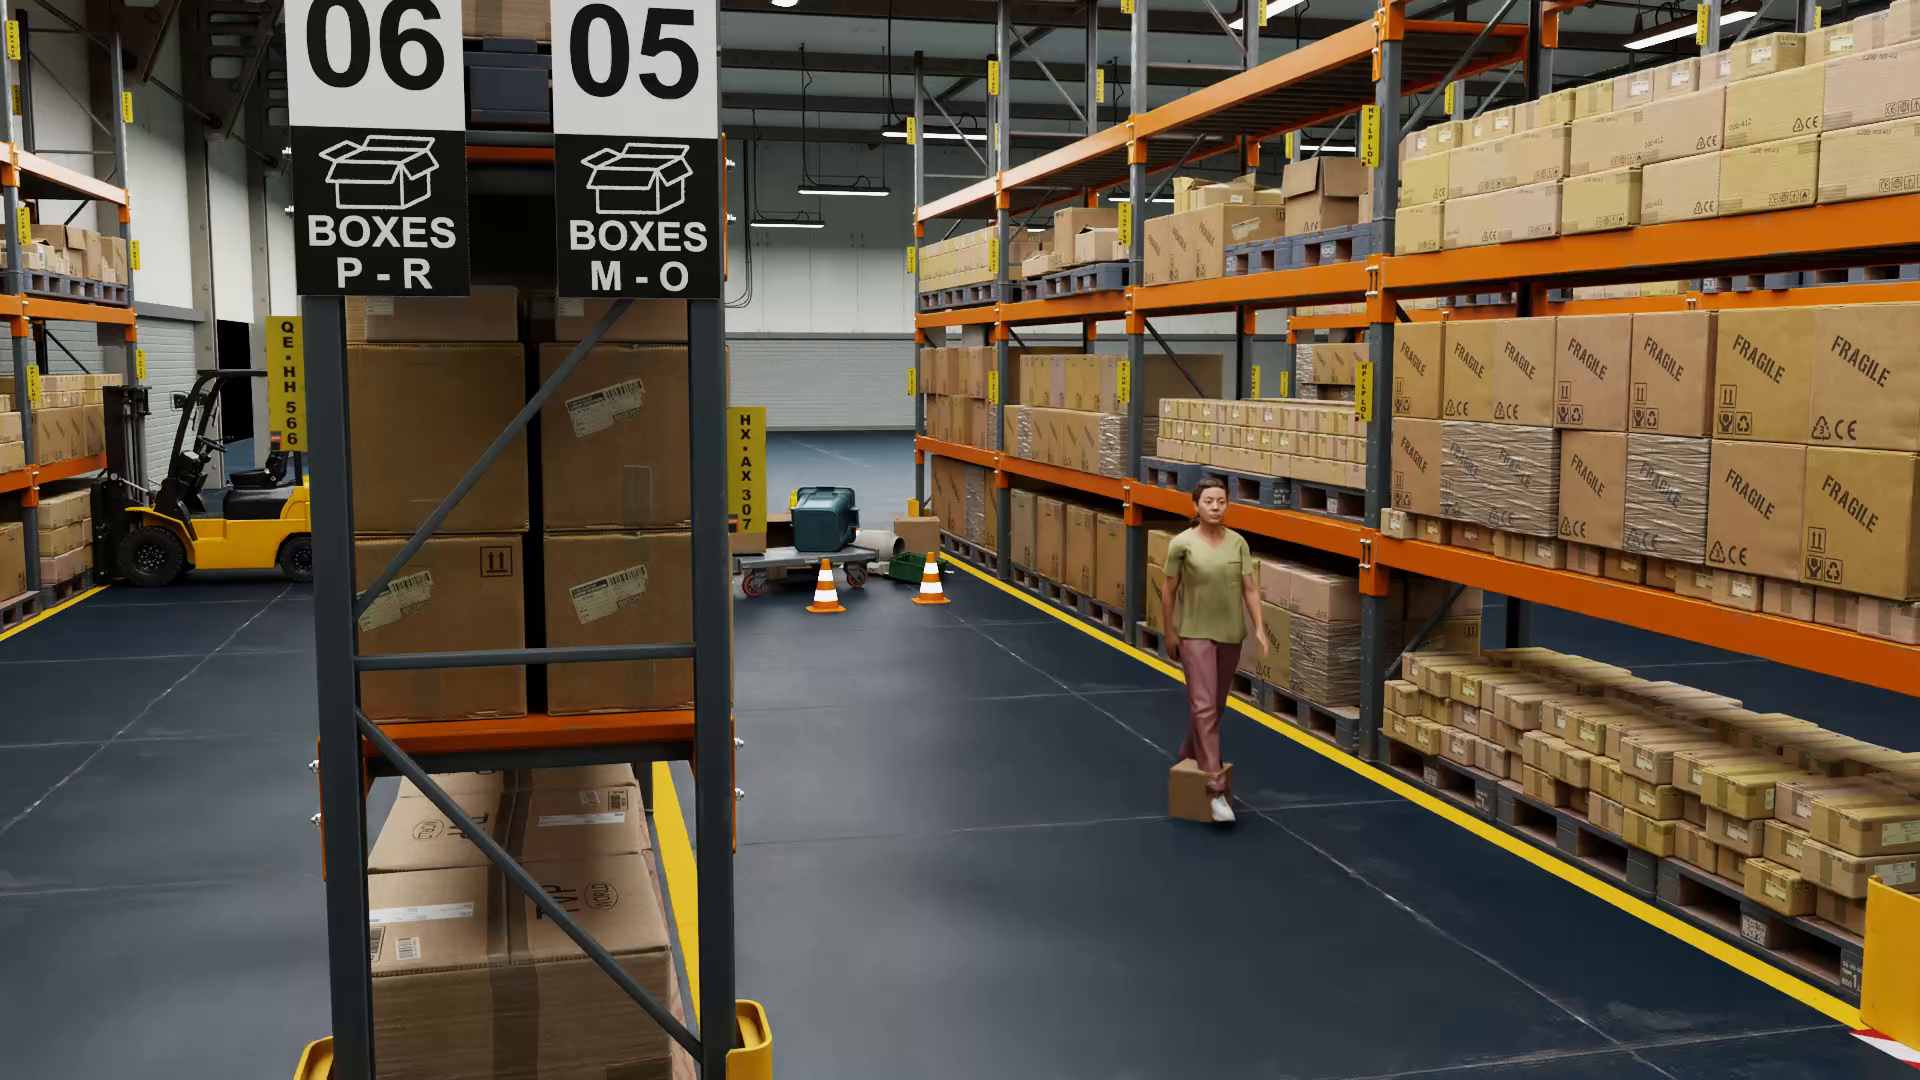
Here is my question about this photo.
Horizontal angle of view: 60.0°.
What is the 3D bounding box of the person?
[{"bbox_3d":[1.304,0.504,8.344,0.467,1.629,0.926,-2,6,-14],"label":"person"}]
